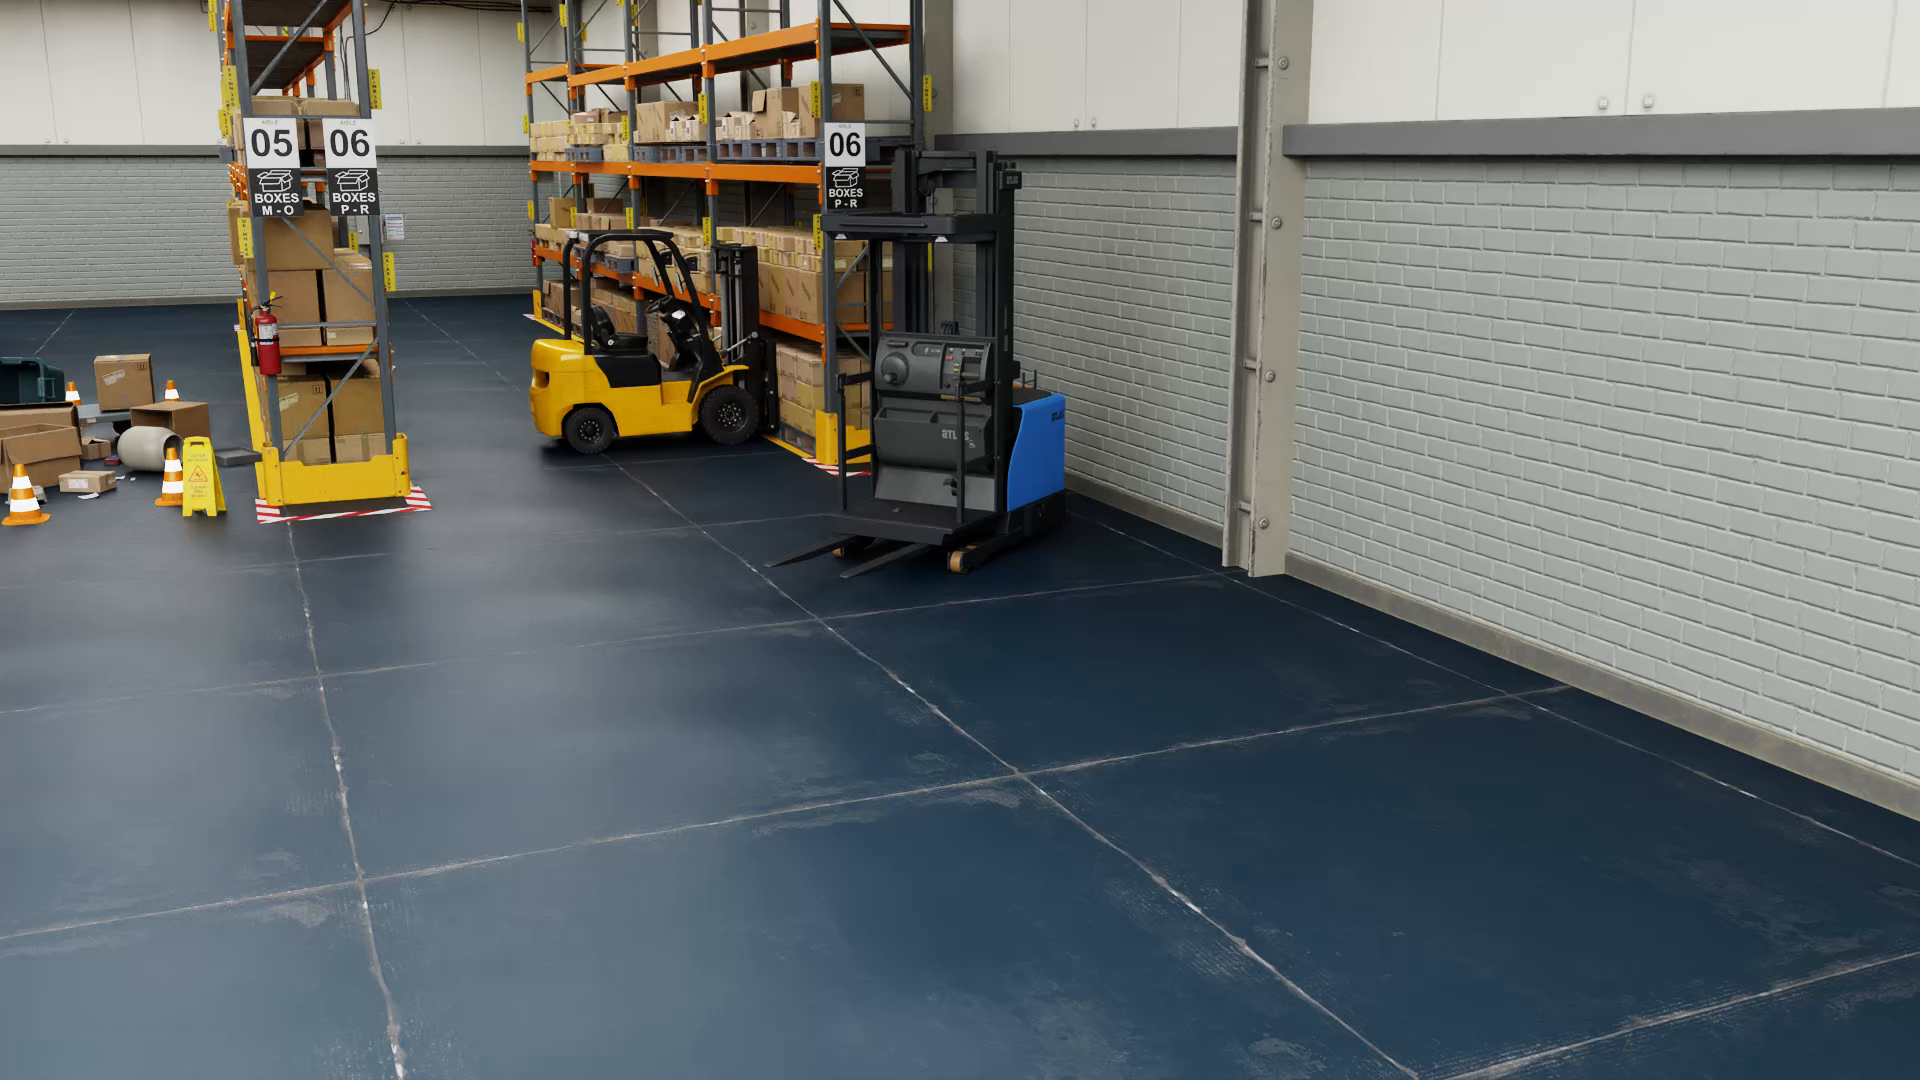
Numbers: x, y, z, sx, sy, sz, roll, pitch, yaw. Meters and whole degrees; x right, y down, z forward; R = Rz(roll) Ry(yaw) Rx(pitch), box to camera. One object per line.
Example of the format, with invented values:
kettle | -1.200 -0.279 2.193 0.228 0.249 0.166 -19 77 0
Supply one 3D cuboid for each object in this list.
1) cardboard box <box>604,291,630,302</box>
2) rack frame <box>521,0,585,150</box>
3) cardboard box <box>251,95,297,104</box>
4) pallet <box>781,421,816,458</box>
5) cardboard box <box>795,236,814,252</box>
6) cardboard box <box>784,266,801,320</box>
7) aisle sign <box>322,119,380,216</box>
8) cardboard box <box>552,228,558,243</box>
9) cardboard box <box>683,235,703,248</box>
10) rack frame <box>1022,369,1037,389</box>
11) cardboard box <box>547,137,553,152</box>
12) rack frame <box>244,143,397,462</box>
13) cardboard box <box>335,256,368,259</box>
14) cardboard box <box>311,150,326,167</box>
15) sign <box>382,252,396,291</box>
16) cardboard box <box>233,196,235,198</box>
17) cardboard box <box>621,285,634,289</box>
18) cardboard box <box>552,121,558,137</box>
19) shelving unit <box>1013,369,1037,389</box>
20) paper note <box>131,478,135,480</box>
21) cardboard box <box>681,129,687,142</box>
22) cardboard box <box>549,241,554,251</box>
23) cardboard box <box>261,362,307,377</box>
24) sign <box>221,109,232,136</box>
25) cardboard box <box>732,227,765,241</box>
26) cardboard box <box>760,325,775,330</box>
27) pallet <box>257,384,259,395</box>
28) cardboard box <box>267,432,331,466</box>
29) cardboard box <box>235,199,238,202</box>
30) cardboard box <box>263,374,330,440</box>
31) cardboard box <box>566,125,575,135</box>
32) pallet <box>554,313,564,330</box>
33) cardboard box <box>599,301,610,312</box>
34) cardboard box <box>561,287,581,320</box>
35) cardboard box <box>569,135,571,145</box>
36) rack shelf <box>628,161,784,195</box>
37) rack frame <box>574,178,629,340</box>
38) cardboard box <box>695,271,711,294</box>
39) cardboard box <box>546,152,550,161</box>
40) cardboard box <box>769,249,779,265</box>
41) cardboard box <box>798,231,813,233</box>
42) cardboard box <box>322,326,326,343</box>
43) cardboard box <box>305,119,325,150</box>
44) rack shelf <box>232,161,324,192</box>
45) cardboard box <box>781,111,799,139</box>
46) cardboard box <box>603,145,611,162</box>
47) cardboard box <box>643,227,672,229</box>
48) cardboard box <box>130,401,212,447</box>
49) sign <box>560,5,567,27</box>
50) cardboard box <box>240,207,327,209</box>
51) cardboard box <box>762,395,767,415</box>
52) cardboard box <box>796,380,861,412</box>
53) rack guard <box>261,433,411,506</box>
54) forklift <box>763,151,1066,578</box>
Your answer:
cardboard box | -5.253 -3.739 25.547 0.380 0.149 0.250 -6 14 -23
rack frame | -7.238 -8.496 29.622 1.000 3.000 0.127 -6 14 -23
cardboard box | -7.327 -4.590 17.689 0.500 0.250 0.500 -5 14 -22
pallet | -1.173 -1.064 16.997 1.003 0.211 1.213 -6 14 -23
cardboard box | -1.454 -2.990 16.818 0.380 0.149 0.250 -6 14 -23
cardboard box | -1.466 -2.503 16.809 0.500 0.500 0.500 -5 14 -21
aisle sign | -5.066 -3.100 13.848 0.394 0.787 0.004 -6 14 -23
cardboard box | -6.671 -5.215 28.423 0.500 0.250 0.500 -6 14 -24
cardboard box | -3.168 -3.659 20.366 0.380 0.149 0.250 -6 14 -25
rack frame | 0.563 -0.781 13.584 0.015 1.200 0.240 7 15 27
cardboard box | -6.666 -6.676 28.081 0.500 0.250 0.500 -6 14 -24
rack frame | -5.375 -1.819 14.076 1.000 3.000 0.127 -6 14 -23
cardboard box | -5.938 -2.452 15.928 0.500 0.500 0.500 -6 14 -24
cardboard box | -5.398 -3.302 14.388 0.380 0.149 0.250 -6 14 -25
sign | -4.878 -2.290 14.190 0.100 0.325 0.005 -6 14 -23
cardboard box | -10.624 -4.906 24.977 0.500 0.500 0.500 -6 14 -23
cardboard box | -5.224 -4.000 26.674 0.380 0.149 0.250 -6 14 -25
cardboard box | -6.465 -6.816 27.579 0.500 0.250 0.500 -5 14 -22
shelving unit | 0.348 -0.807 13.696 0.503 1.200 0.258 7 15 27
paper note | -7.596 -0.562 15.275 0.032 0.001 0.123 -6 14 -23
cardboard box | -3.150 -4.886 20.082 0.380 0.149 0.250 -6 14 -23
cardboard box | -6.887 -5.088 28.757 0.380 0.149 0.250 -6 14 -25
cardboard box | -6.144 -1.577 15.096 0.380 0.149 0.250 -5 14 -21
sign | -9.092 -5.175 20.602 0.100 0.325 0.005 -6 14 -23
cardboard box | -2.371 -3.467 18.877 0.380 0.149 0.250 -5 14 -22
cardboard box | -2.057 -2.362 19.373 0.500 0.250 0.500 -5 14 -22
pallet | -7.783 -1.700 19.746 1.003 0.211 1.213 -6 14 -23
cardboard box | -5.955 -0.831 14.977 0.500 0.250 0.500 -6 14 -23
cardboard box | -9.842 -4.510 23.267 0.500 0.500 0.500 -6 14 -24
cardboard box | -5.935 -1.191 14.867 0.500 0.500 0.500 -6 14 -23
cardboard box | -5.918 -6.383 25.888 0.380 0.149 0.250 -5 14 -21
pallet | -6.402 -3.783 28.747 1.003 0.211 1.213 -6 14 -23
cardboard box | -5.230 -3.401 25.524 0.500 0.500 0.500 -6 14 -25
cardboard box | -6.357 -4.031 28.246 0.700 0.500 0.500 -6 14 -25
cardboard box | -5.880 -6.242 25.938 0.380 0.149 0.250 -5 14 -22
rack shelf | -3.232 -4.618 21.115 1.077 0.370 4.000 -6 14 -23
rack frame | -5.636 -4.747 26.728 1.000 3.000 0.127 -6 14 -23
cardboard box | -2.873 -3.102 19.952 0.500 0.250 0.500 -5 14 -22
cardboard box | -6.798 -6.500 28.207 0.380 0.149 0.250 -6 14 -23
cardboard box | -1.761 -2.942 17.268 0.380 0.149 0.250 -6 14 -23
cardboard box | -1.543 -3.298 18.146 0.380 0.149 0.250 -6 14 -24
cardboard box | -5.436 -1.836 14.708 0.380 0.149 0.250 -5 14 -22
cardboard box | -5.333 -3.480 14.274 0.500 0.250 0.500 -6 14 -24
rack shelf | -7.779 -4.169 19.175 1.077 0.370 4.000 -6 14 -23
cardboard box | -1.541 -4.113 16.482 0.396 0.266 0.258 -6 14 -23
cardboard box | -4.864 -5.600 24.095 0.500 0.250 0.500 -6 14 -23
cardboard box | -4.067 -4.138 22.436 0.380 0.149 0.250 -5 14 -22
cardboard box | -7.795 -1.084 16.441 0.500 0.500 0.500 4 14 16
sign | -6.140 -8.118 25.742 0.100 0.325 0.005 -6 14 -23
cardboard box | -5.976 -2.691 14.744 0.700 0.500 0.500 -5 14 -22
cardboard box | -1.918 -1.514 17.928 0.500 0.250 0.500 -5 14 -21
cardboard box | -1.310 -1.449 16.535 0.500 0.250 0.500 -6 14 -24
rack guard | -5.406 -0.617 14.425 1.175 0.500 0.348 -6 14 -23
forklift | -0.302 -1.303 12.000 1.130 2.935 3.031 7 15 28
